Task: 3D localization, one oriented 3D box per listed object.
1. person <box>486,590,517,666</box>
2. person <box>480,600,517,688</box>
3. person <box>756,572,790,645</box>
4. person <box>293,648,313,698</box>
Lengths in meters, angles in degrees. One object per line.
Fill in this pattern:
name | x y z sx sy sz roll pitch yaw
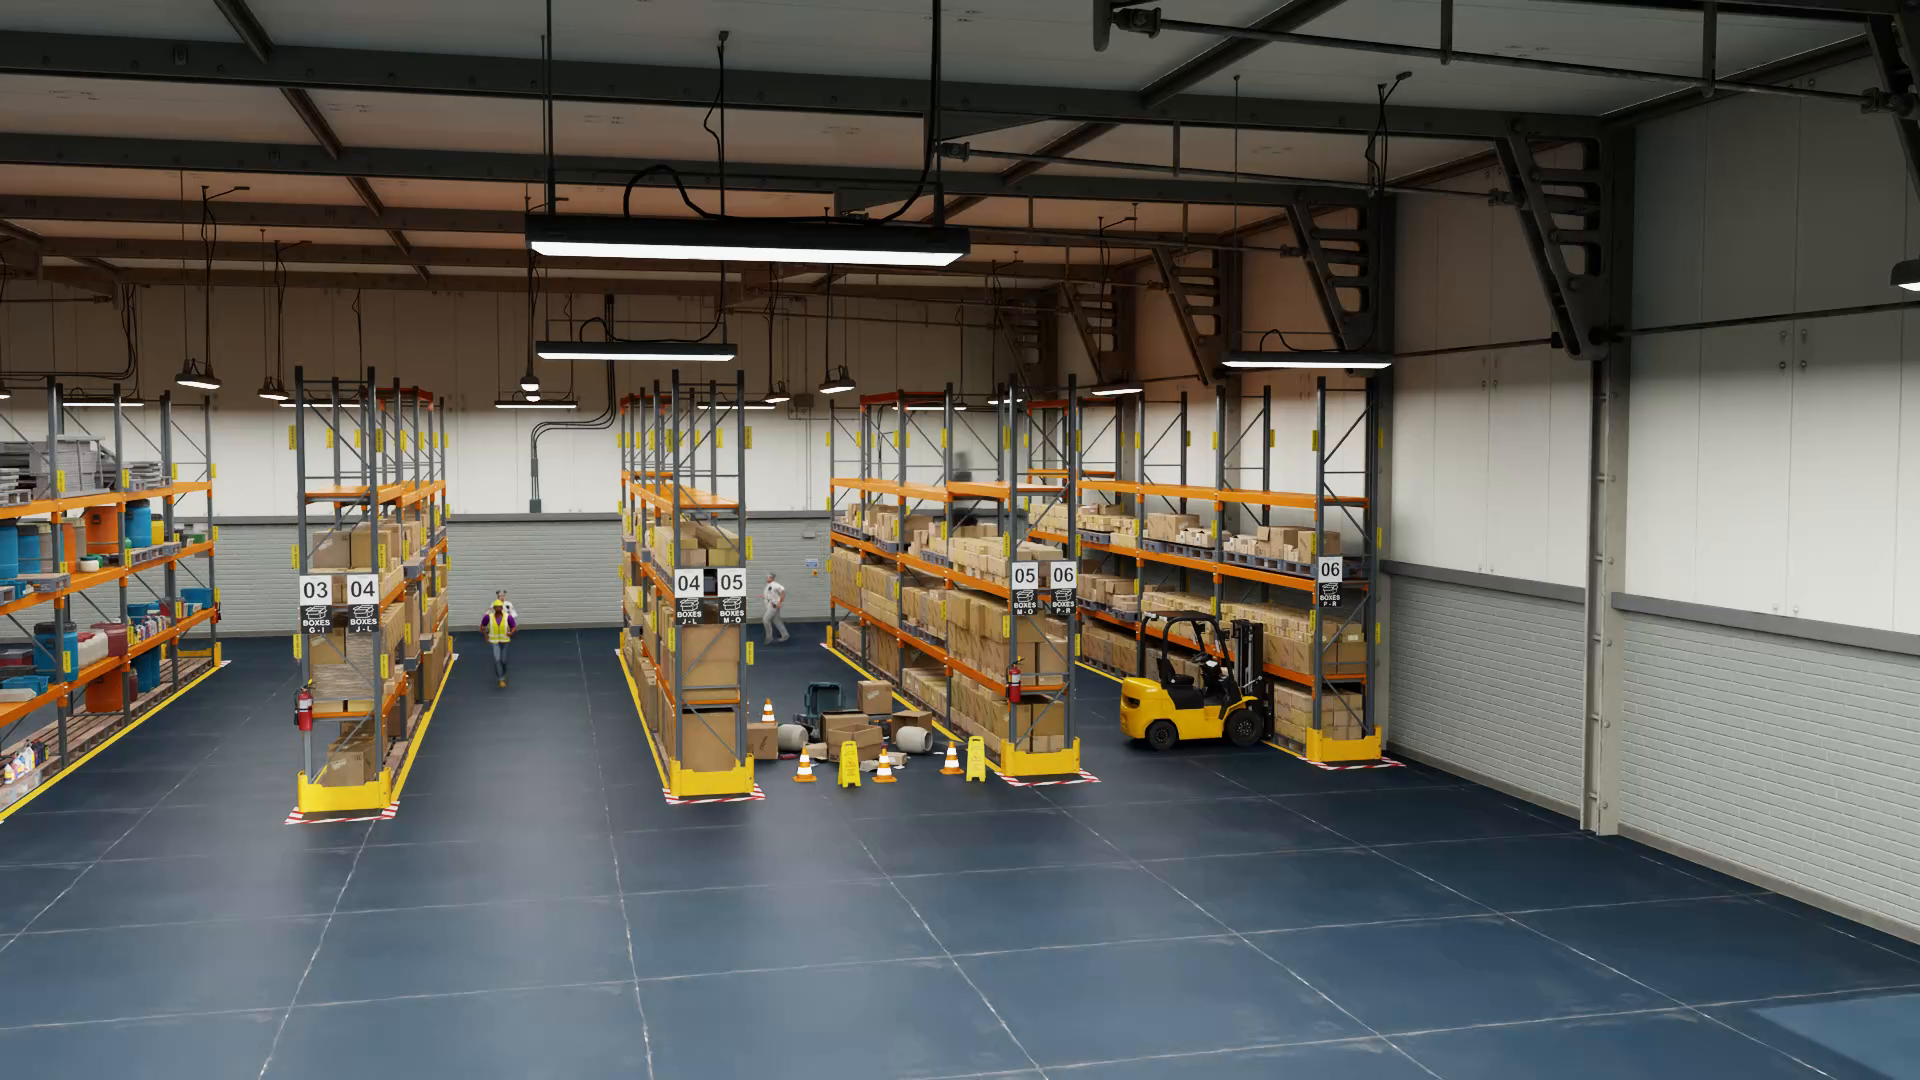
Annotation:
person | -10.271 1.960 37.310 0.653 1.704 0.728 -2 4 -25
person | -9.411 2.095 33.942 0.707 1.758 0.862 -1 4 -19
person | -4.605 1.690 40.982 0.852 1.829 0.599 -1 4 -15
person | -12.443 2.343 31.738 0.525 1.562 0.680 -1 4 -20
